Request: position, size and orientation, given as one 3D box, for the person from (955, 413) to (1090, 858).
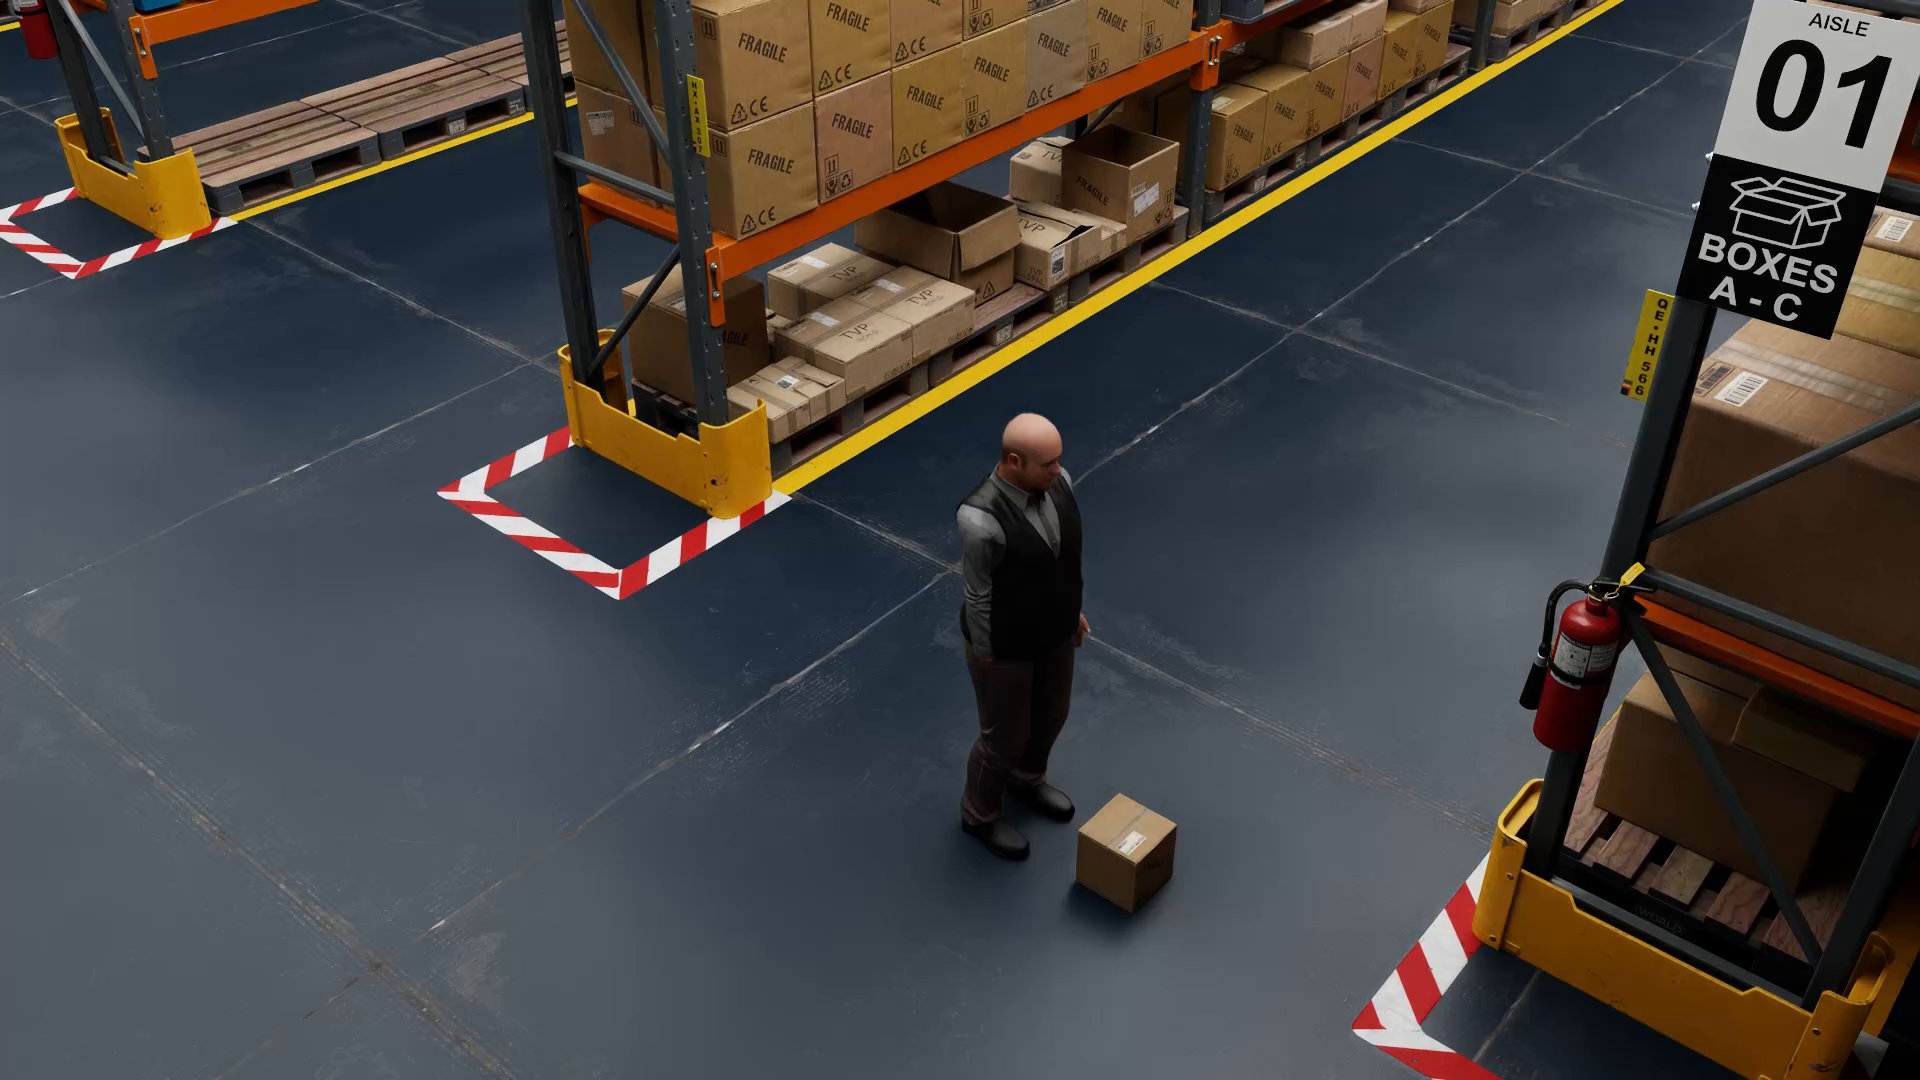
[{"bbox_3d":[0.223,0.317,5.721,0.357,1.714,0.533,26,43,33],"label":"person"}]
